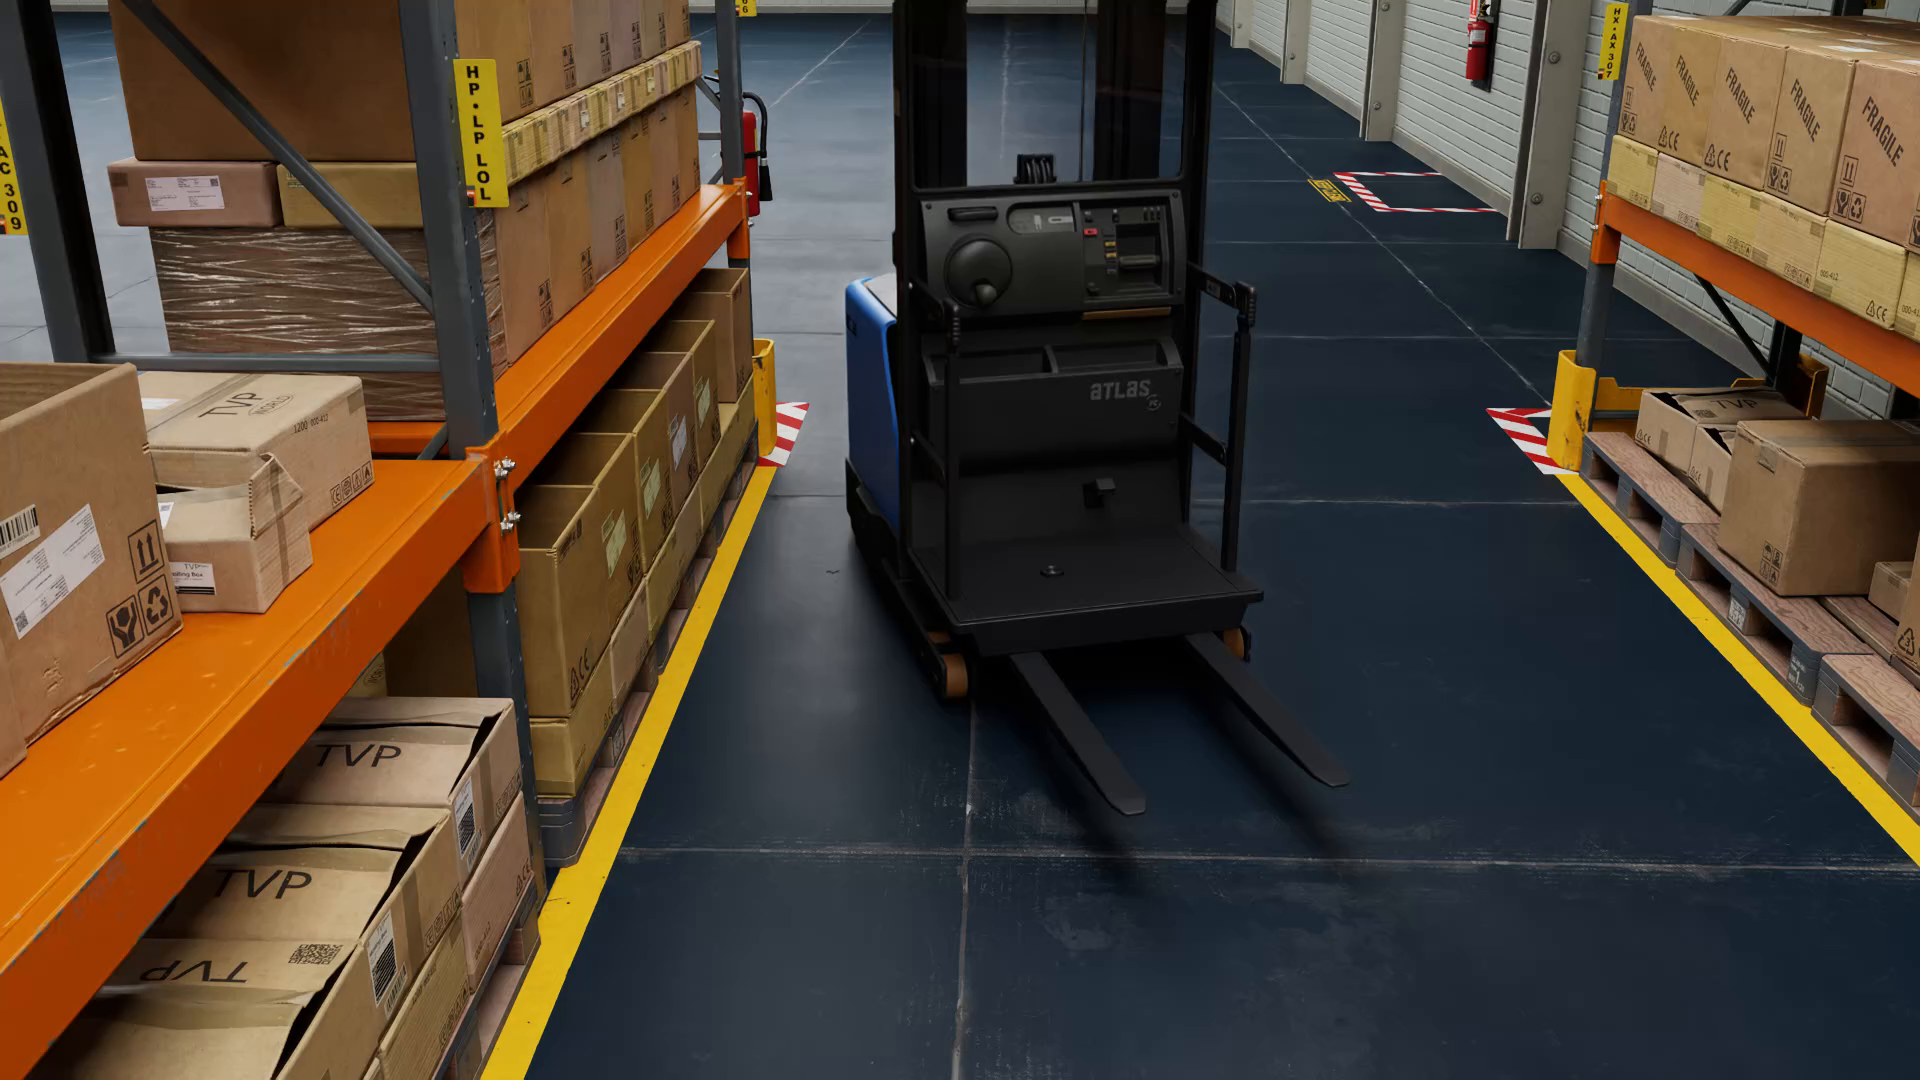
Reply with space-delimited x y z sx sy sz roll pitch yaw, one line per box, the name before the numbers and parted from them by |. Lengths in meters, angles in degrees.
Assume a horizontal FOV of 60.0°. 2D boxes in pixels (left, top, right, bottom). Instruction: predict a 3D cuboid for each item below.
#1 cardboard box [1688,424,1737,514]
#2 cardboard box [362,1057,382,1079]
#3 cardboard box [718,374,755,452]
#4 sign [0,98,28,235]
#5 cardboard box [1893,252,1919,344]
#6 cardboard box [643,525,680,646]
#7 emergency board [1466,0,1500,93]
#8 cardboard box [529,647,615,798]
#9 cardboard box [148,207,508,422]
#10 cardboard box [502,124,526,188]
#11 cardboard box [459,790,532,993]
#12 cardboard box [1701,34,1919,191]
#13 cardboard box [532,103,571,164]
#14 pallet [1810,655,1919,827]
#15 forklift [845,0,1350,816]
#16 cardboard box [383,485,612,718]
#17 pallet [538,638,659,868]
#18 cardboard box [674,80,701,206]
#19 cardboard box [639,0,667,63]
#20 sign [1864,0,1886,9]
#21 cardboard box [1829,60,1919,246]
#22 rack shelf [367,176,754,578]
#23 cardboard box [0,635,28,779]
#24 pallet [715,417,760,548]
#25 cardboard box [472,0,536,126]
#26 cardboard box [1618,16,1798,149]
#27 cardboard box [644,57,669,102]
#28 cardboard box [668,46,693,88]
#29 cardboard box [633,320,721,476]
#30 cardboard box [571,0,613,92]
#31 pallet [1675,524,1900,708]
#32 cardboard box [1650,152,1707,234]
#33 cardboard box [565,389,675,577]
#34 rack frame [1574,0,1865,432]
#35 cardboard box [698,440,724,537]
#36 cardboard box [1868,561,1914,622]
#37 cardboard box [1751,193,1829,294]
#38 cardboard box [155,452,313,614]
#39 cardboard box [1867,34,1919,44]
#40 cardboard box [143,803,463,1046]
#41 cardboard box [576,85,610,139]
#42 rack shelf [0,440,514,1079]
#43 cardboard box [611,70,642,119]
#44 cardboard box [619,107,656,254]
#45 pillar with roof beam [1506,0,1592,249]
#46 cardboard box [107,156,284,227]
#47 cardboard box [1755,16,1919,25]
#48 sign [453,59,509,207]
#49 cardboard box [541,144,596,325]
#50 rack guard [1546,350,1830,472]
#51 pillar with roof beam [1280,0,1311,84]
cardboard box | 3.321 -0.303 6.772 0.500 0.311 0.500 2 21 6
cardboard box | -1.379 1.194 3.027 0.500 0.250 0.500 1 21 3
cardboard box | -1.223 -0.576 7.589 0.500 0.250 0.500 1 21 2
sign | -2.179 -0.860 3.791 0.100 0.325 0.005 1 21 2
cardboard box | 3.062 -0.654 4.748 0.500 0.250 0.500 1 21 2
cardboard box | -1.266 0.147 5.724 0.500 0.250 0.500 1 21 2
emergency board | 4.588 -4.606 14.754 0.194 1.169 0.643 1 21 2
cardboard box | -1.307 0.508 4.793 0.500 0.250 0.500 1 21 2
cardboard box | -1.617 -0.621 4.343 0.700 0.500 0.500 0 21 0
cardboard box | -1.409 -1.042 4.532 0.380 0.149 0.250 0 21 0
cardboard box | -1.347 0.826 3.975 0.500 0.250 0.500 0 21 1
cardboard box | 3.087 -1.561 6.048 0.500 0.500 0.500 0 21 0
cardboard box | -1.392 -1.227 5.009 0.380 0.149 0.250 0 21 0
pallet | 3.313 0.696 4.942 1.003 0.211 1.213 1 21 2
forklift | 0.384 -0.975 5.491 1.130 2.935 3.031 -5 22 -14
cardboard box | -1.297 0.159 4.657 0.500 0.500 0.500 1 21 2
pallet | -1.558 0.599 5.192 1.003 0.211 1.213 1 21 2
cardboard box | -1.529 -1.738 7.222 0.700 0.500 0.500 1 21 2
cardboard box | -1.542 -2.133 6.448 0.700 0.500 0.500 0 21 0
sign | 4.003 -2.480 7.237 0.100 0.325 0.005 1 21 2
cardboard box | 3.068 -1.186 5.082 0.500 0.500 0.500 0 21 0
rack shelf | -1.563 -0.801 5.942 1.077 0.370 4.000 1 21 2
cardboard box | -1.695 0.189 2.257 0.500 0.500 0.500 1 21 2
pallet | -1.484 -0.283 7.466 1.003 0.211 1.213 1 21 2
cardboard box | -1.603 -1.408 4.580 0.700 0.500 0.500 1 21 1
cardboard box | 3.134 -1.926 6.990 0.500 0.500 0.500 1 21 2
cardboard box | -1.348 -1.790 6.462 0.380 0.149 0.250 1 21 2
cardboard box | -1.330 -1.974 6.934 0.380 0.149 0.250 1 21 3
cardboard box | -1.237 -0.564 6.521 0.500 0.500 0.500 1 21 2
cardboard box | -1.571 -1.770 5.512 0.700 0.500 0.500 1 21 2
pallet | 3.347 0.254 6.082 1.003 0.211 1.213 1 21 2
cardboard box | 3.115 -1.385 6.632 0.500 0.250 0.500 0 21 0
cardboard box | -1.267 -0.203 5.589 0.500 0.500 0.500 1 21 2
rack frame | 3.449 -1.807 7.538 1.000 3.000 0.127 1 21 2
cardboard box | -1.240 -0.215 6.656 0.500 0.250 0.500 1 21 2
cardboard box | 3.396 0.186 5.737 0.380 0.149 0.250 -1 21 -3
cardboard box | 3.076 -1.018 5.686 0.500 0.250 0.500 1 21 2
cardboard box | -1.467 -0.031 3.148 0.396 0.266 0.258 0 21 0
cardboard box | 3.611 -1.554 6.030 0.500 0.500 0.500 0 21 0
cardboard box | -1.359 0.749 3.397 0.500 0.311 0.500 1 21 3
cardboard box | -1.379 -1.418 5.501 0.380 0.149 0.250 0 21 1
rack shelf | -1.685 0.645 2.214 1.077 0.370 4.000 1 21 2
cardboard box | -1.361 -1.600 5.972 0.380 0.149 0.250 1 21 3
cardboard box | -1.561 -1.368 6.270 0.700 0.500 0.500 1 21 2
pillar with roof beam | 0.172 -6.558 11.489 9.100 9.000 0.400 1 21 2
cardboard box | -1.830 -0.863 4.072 0.380 0.149 0.250 1 21 2
cardboard box | 3.647 -1.923 6.981 0.500 0.500 0.500 0 21 1
sign | -1.081 -0.914 3.746 0.100 0.325 0.005 1 21 2
cardboard box | -1.588 -0.993 5.302 0.700 0.500 0.500 1 21 2
rack guard | 3.447 -0.614 7.920 1.175 0.500 0.348 1 21 2
pillar with roof beam | 0.537 -10.896 22.672 9.100 9.000 0.400 1 21 2
